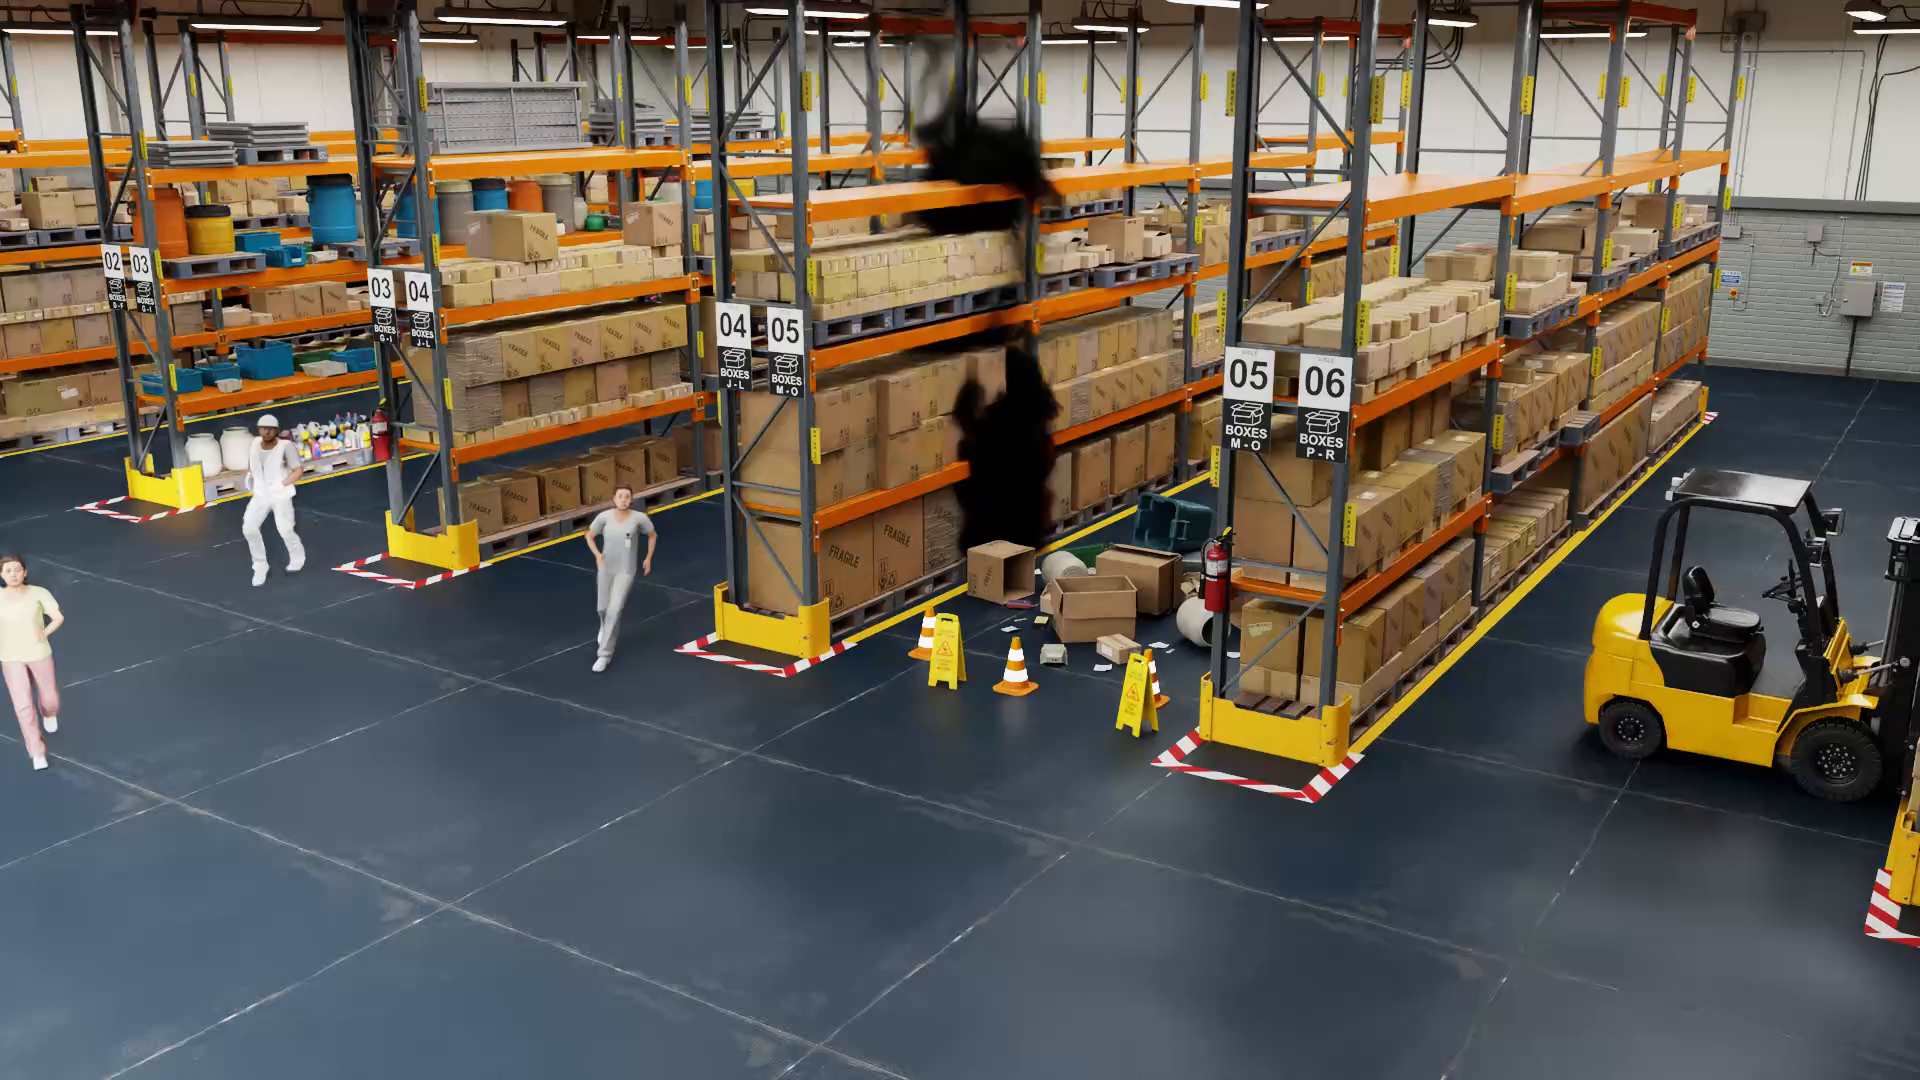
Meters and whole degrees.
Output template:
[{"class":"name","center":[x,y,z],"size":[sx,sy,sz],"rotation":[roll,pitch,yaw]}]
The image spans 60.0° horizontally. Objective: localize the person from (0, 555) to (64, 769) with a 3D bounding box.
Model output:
[{"class":"person","center":[-7.254,0.905,12.911],"size":[0.589,1.635,0.802],"rotation":[-8,18,-27]}]

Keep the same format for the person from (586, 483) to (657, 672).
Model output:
[{"class":"person","center":[-3.084,0.281,15.091],"size":[0.635,1.634,0.954],"rotation":[0,16,1]}]

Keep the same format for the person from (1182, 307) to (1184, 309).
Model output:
[{"class":"person","center":[3.601,-2.846,26.373],"size":[0.548,1.723,0.683],"rotation":[10,18,31]}]

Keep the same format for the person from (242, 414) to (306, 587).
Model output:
[{"class":"person","center":[-7.225,-0.441,17.538],"size":[0.693,1.808,0.688],"rotation":[2,16,7]}]
